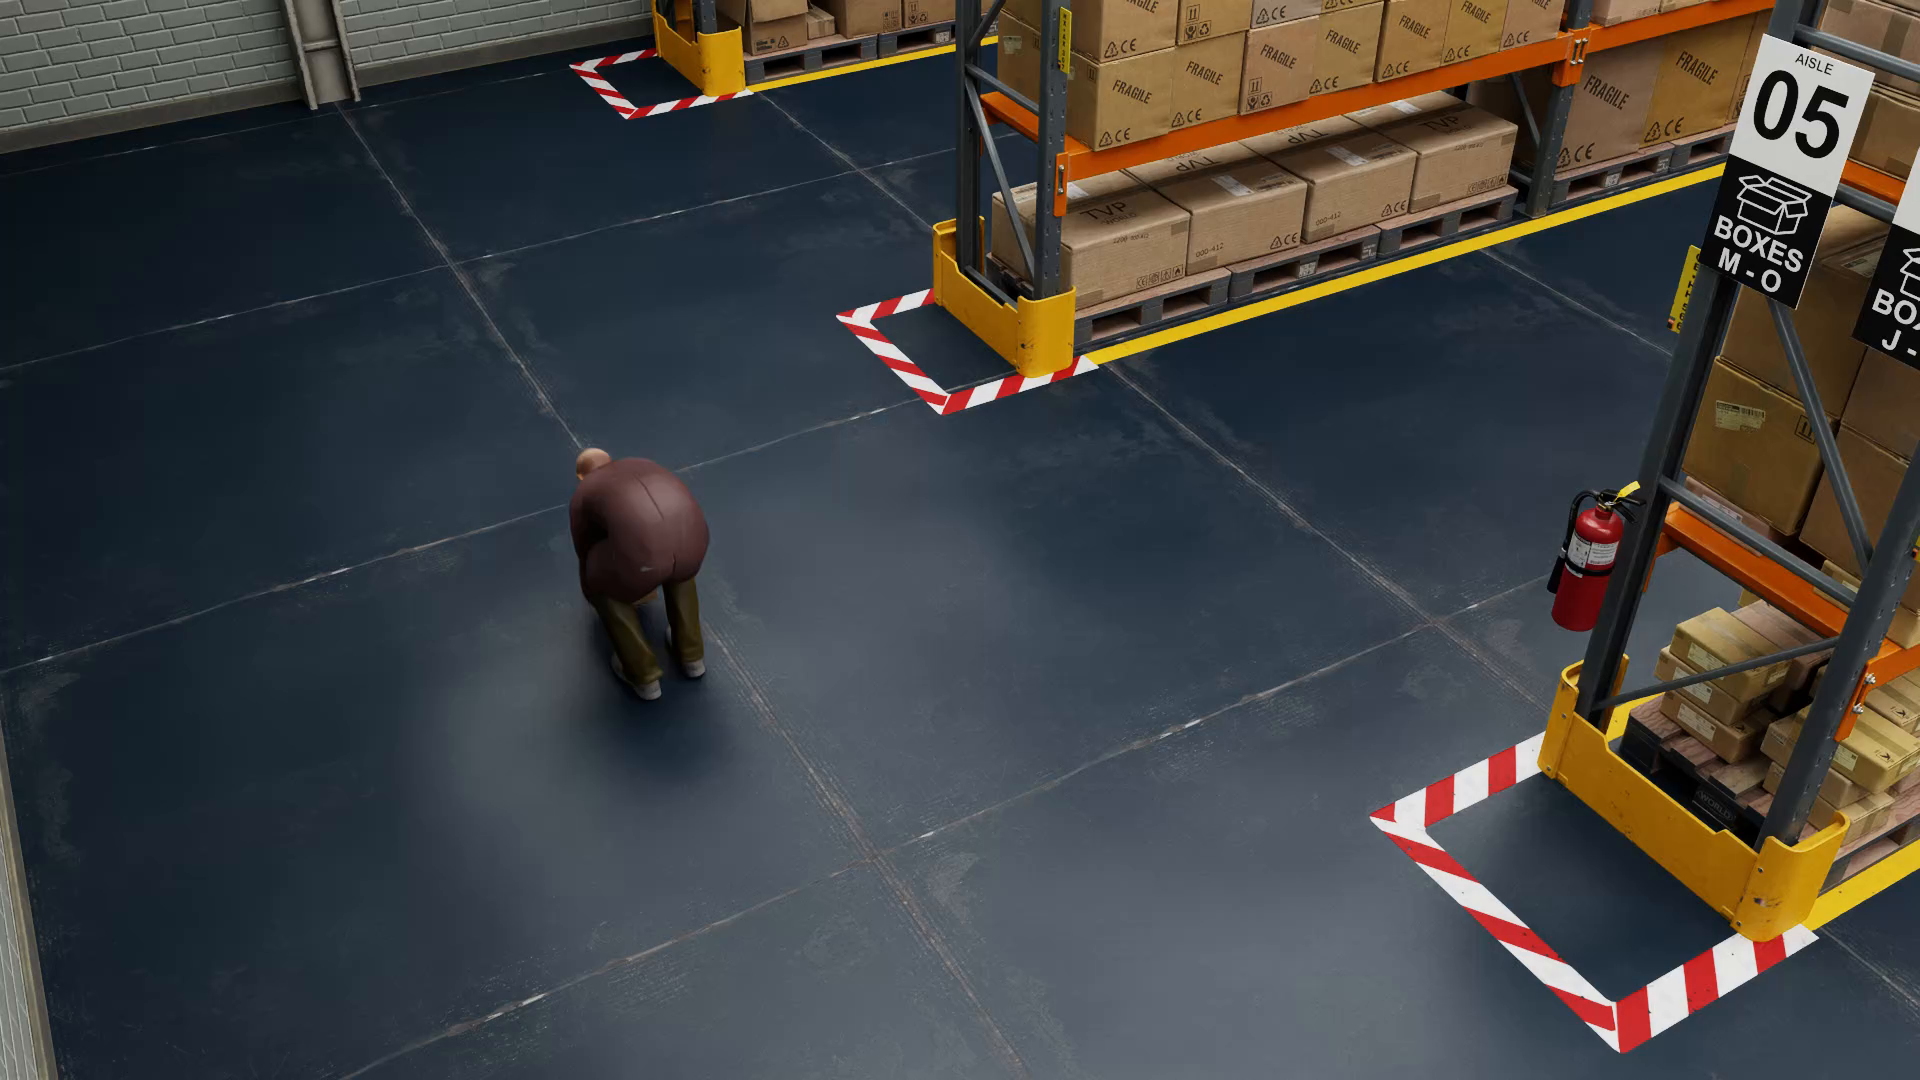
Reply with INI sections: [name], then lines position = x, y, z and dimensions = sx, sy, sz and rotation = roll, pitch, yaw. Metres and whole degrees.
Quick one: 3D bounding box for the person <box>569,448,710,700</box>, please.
[person]
position = -1.450, 0.083, 7.439
dimensions = 0.582, 1.052, 0.946
rotation = -21, 41, -26
